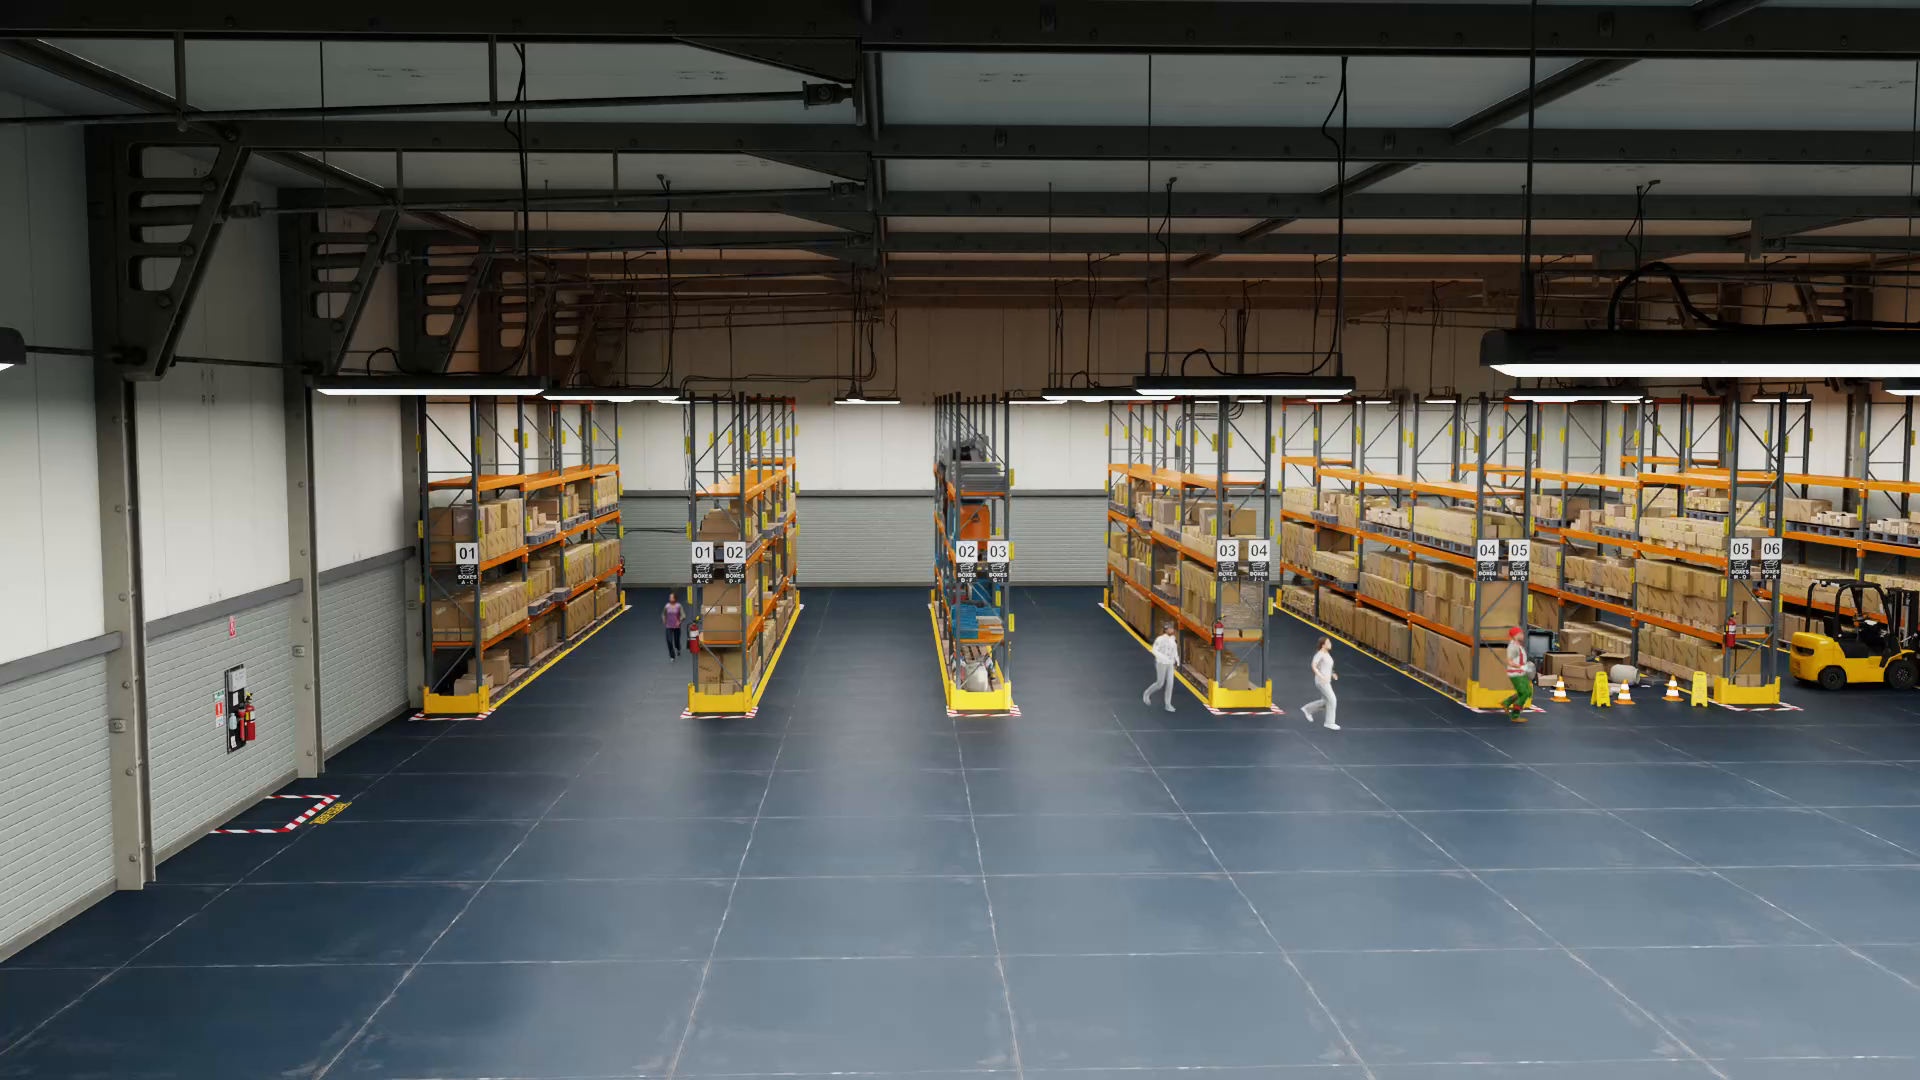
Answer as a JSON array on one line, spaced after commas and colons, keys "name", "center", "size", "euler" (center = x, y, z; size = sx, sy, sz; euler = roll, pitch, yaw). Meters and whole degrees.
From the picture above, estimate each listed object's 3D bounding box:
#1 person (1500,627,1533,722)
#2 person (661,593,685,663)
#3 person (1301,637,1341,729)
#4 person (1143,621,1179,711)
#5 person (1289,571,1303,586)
[{"name": "person", "center": [10.107, 2.438, 30.160], "size": [0.620, 1.737, 0.658], "euler": [3, 5, 29]}, {"name": "person", "center": [-6.440, 1.961, 37.307], "size": [0.535, 1.548, 0.567], "euler": [0, 5, 0]}, {"name": "person", "center": [6.434, 2.536, 29.672], "size": [0.739, 1.651, 0.587], "euler": [3, 5, 29]}, {"name": "person", "center": [3.904, 2.359, 31.549], "size": [0.667, 1.675, 0.796], "euler": [-3, 6, -34]}, {"name": "person", "center": [9.978, 1.017, 48.812], "size": [0.721, 1.647, 0.607], "euler": [2, 5, 22]}]
